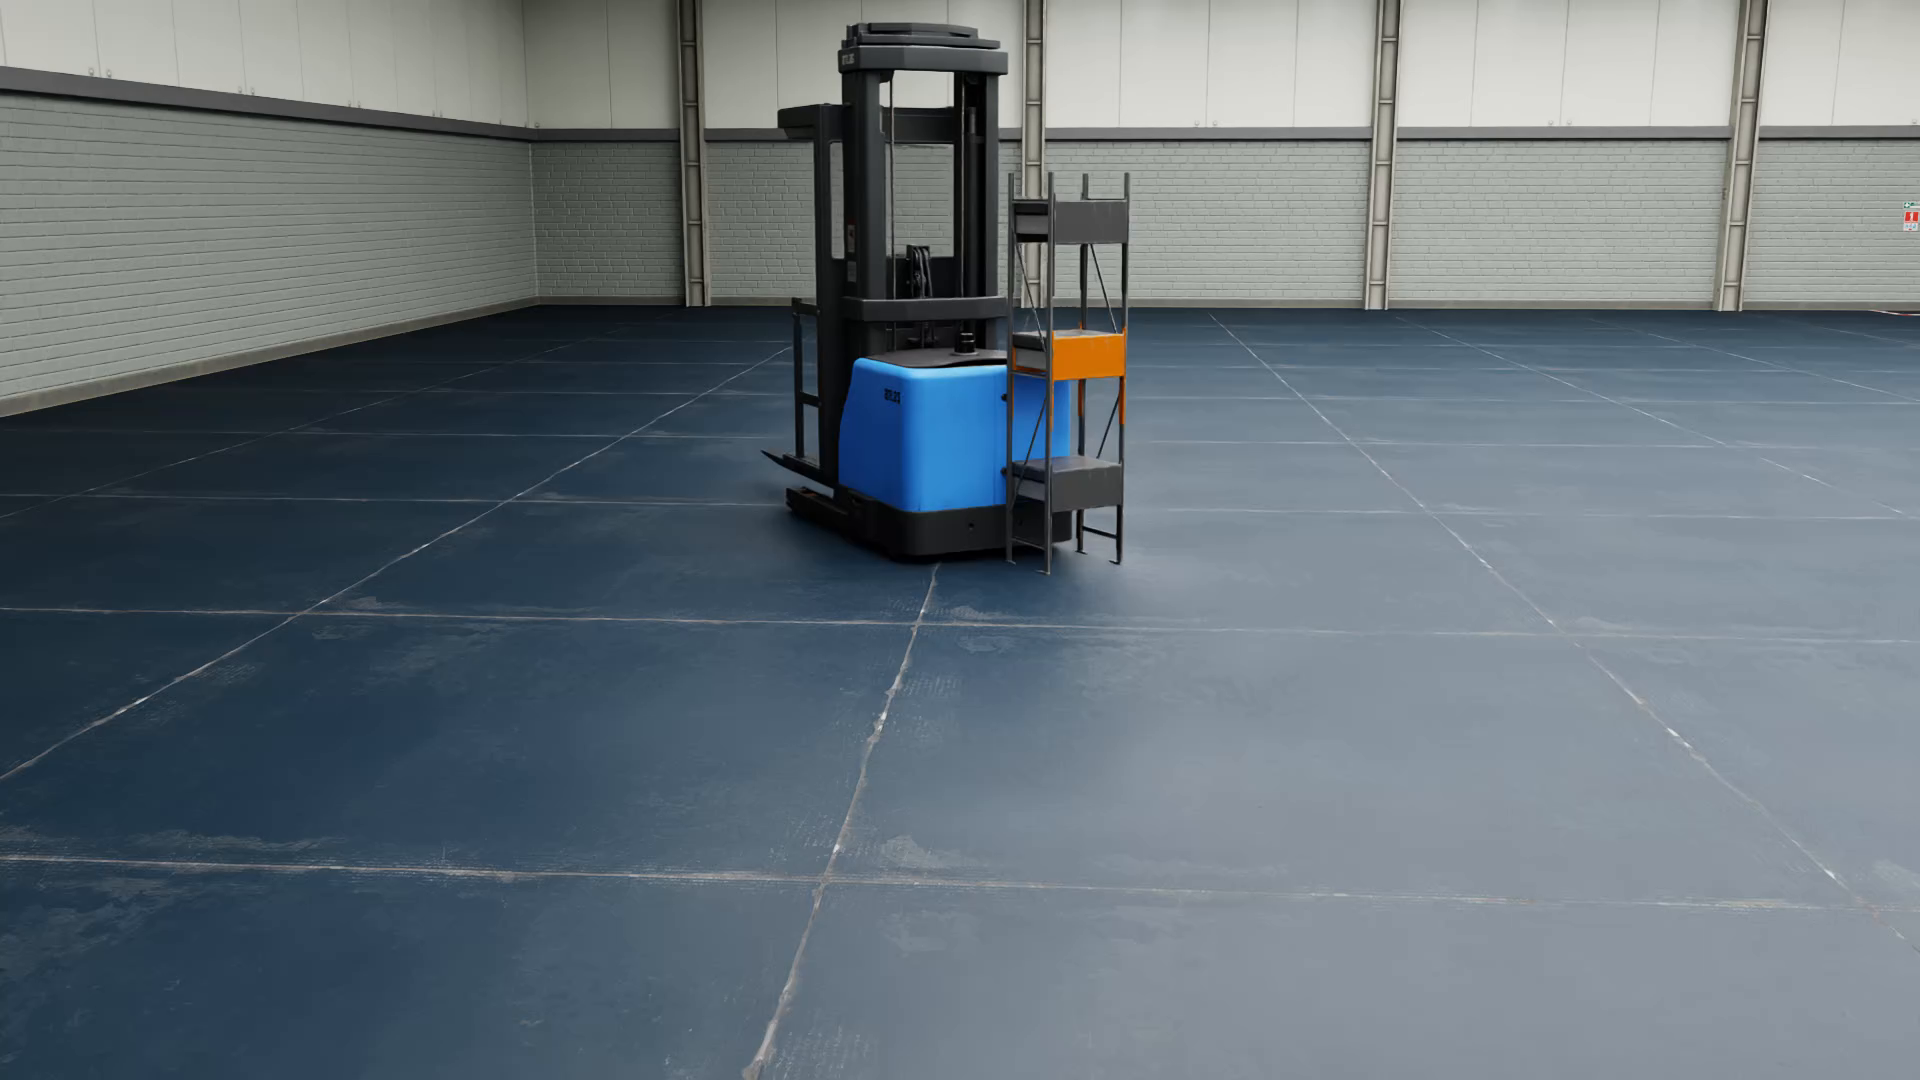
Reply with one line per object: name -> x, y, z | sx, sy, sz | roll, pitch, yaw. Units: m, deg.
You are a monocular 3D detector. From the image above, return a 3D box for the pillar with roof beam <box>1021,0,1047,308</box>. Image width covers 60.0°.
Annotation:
pillar with roof beam -> 0.994, -7.659, 24.404 | 0.400, 9.000, 9.100 | 1, 12, 4

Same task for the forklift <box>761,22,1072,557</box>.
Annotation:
forklift -> -0.450, -1.598, 10.249 | 1.130, 2.935, 3.031 | -5, 13, -25

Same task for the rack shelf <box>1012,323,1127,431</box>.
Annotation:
rack shelf -> 0.572, -0.885, 8.937 | 0.480, 0.518, 0.431 | -7, 14, -32

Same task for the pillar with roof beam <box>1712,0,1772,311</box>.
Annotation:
pillar with roof beam -> 12.967, -7.495, 23.619 | 0.400, 9.000, 9.100 | 1, 12, 4

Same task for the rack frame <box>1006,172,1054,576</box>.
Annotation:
rack frame -> 0.366, -0.872, 8.806 | 0.015, 2.100, 0.400 | -7, 14, -32

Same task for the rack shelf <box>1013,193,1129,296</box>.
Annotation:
rack shelf -> 0.572, -1.570, 8.794 | 0.480, 0.518, 0.431 | -7, 14, -32

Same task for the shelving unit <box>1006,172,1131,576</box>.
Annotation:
shelving unit -> 0.572, -0.898, 8.934 | 0.503, 2.100, 0.431 | -7, 14, -32

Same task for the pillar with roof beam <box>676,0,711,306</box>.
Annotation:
pillar with roof beam -> -4.992, -7.741, 24.796 | 0.400, 9.000, 9.100 | 1, 12, 4

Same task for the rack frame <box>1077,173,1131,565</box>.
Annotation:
rack frame -> 0.778, -0.925, 9.062 | 0.015, 2.100, 0.400 | -7, 14, -32

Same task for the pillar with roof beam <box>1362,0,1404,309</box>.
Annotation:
pillar with roof beam -> 6.981, -7.577, 24.011 | 0.400, 9.000, 9.100 | 1, 12, 4

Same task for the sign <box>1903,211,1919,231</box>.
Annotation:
sign -> 16.234, -5.443, 28.377 | 0.234, 0.329, 0.001 | 1, 12, 4

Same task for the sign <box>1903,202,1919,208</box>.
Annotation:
sign -> 16.238, -5.701, 28.314 | 0.331, 0.109, 0.001 | 1, 12, 4

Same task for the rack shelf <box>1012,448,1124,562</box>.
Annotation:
rack shelf -> 0.572, -0.200, 9.080 | 0.480, 0.518, 0.431 | -7, 14, -32
